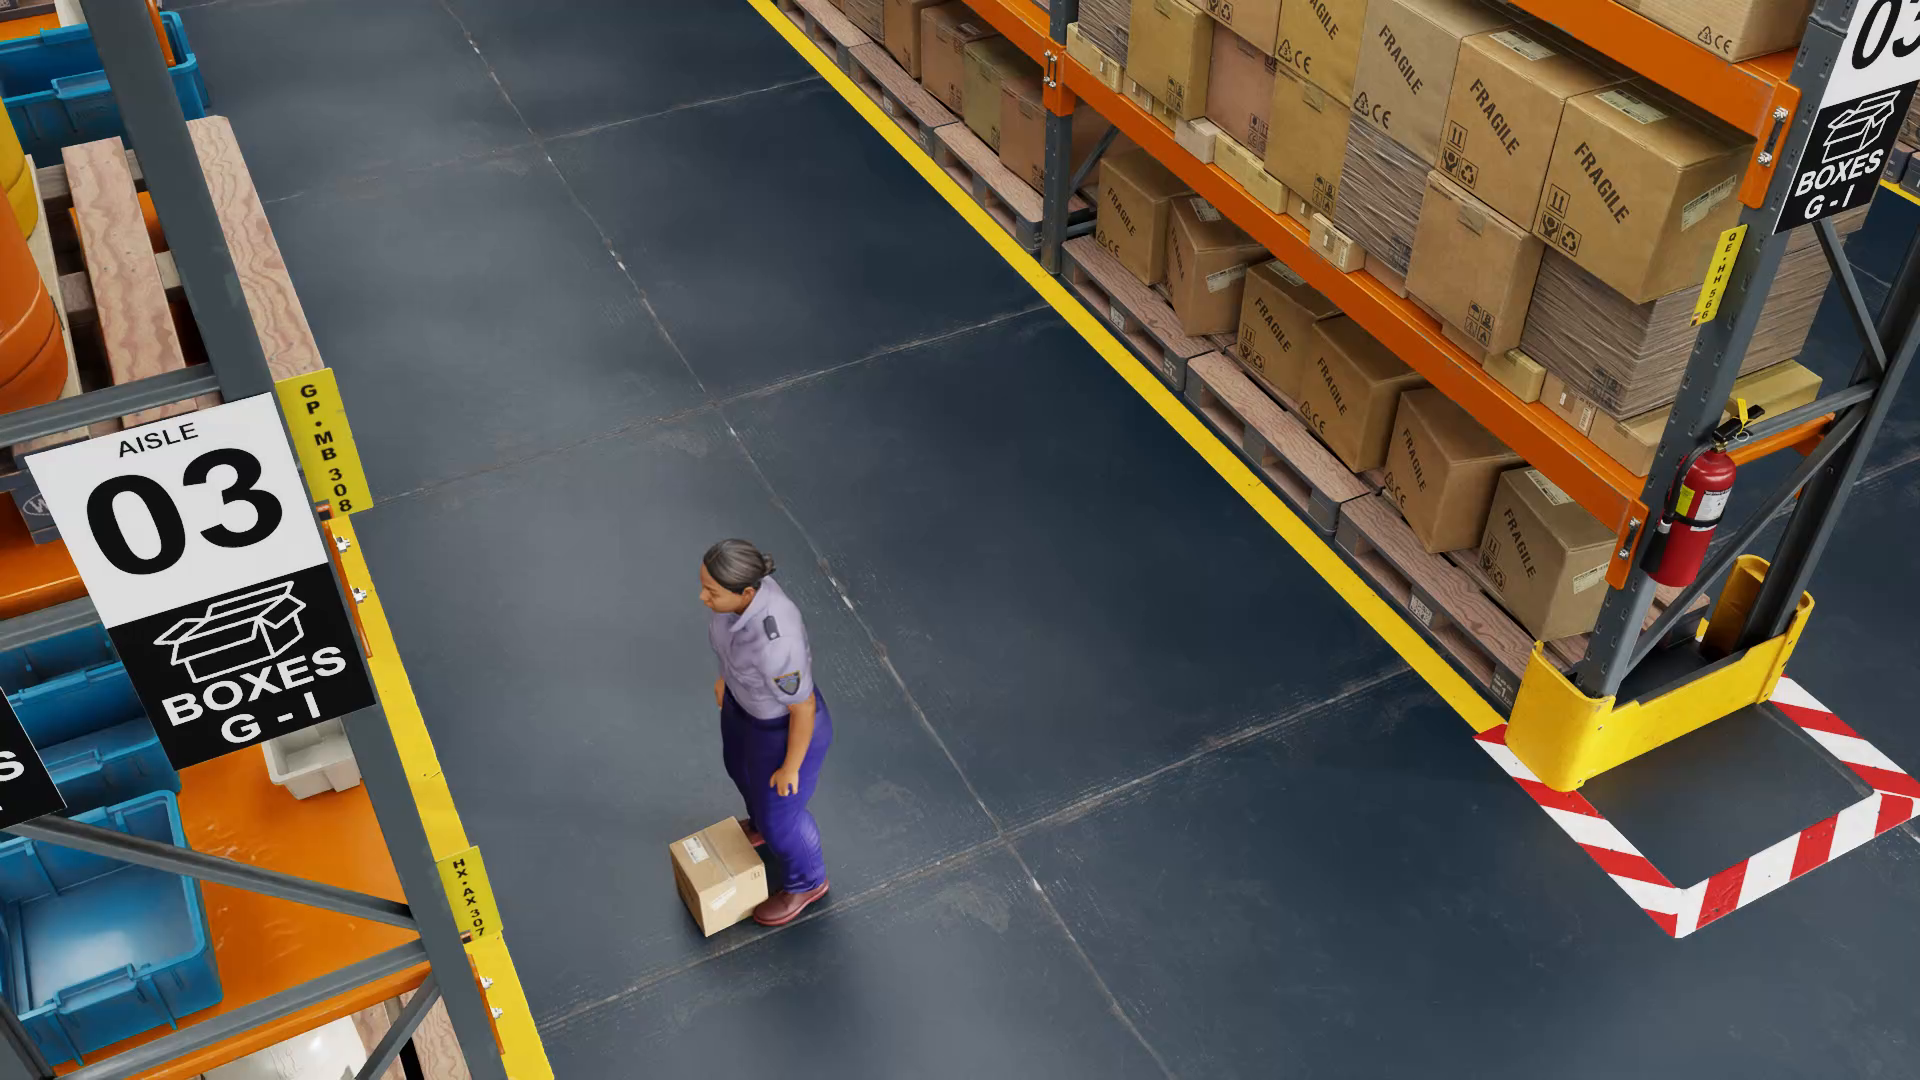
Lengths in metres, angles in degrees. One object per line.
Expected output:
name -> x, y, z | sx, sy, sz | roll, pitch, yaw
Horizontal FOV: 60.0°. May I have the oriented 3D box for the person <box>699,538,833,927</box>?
person -> -0.640, 0.592, 5.498 | 0.366, 1.649, 0.560 | -21, 46, -22
